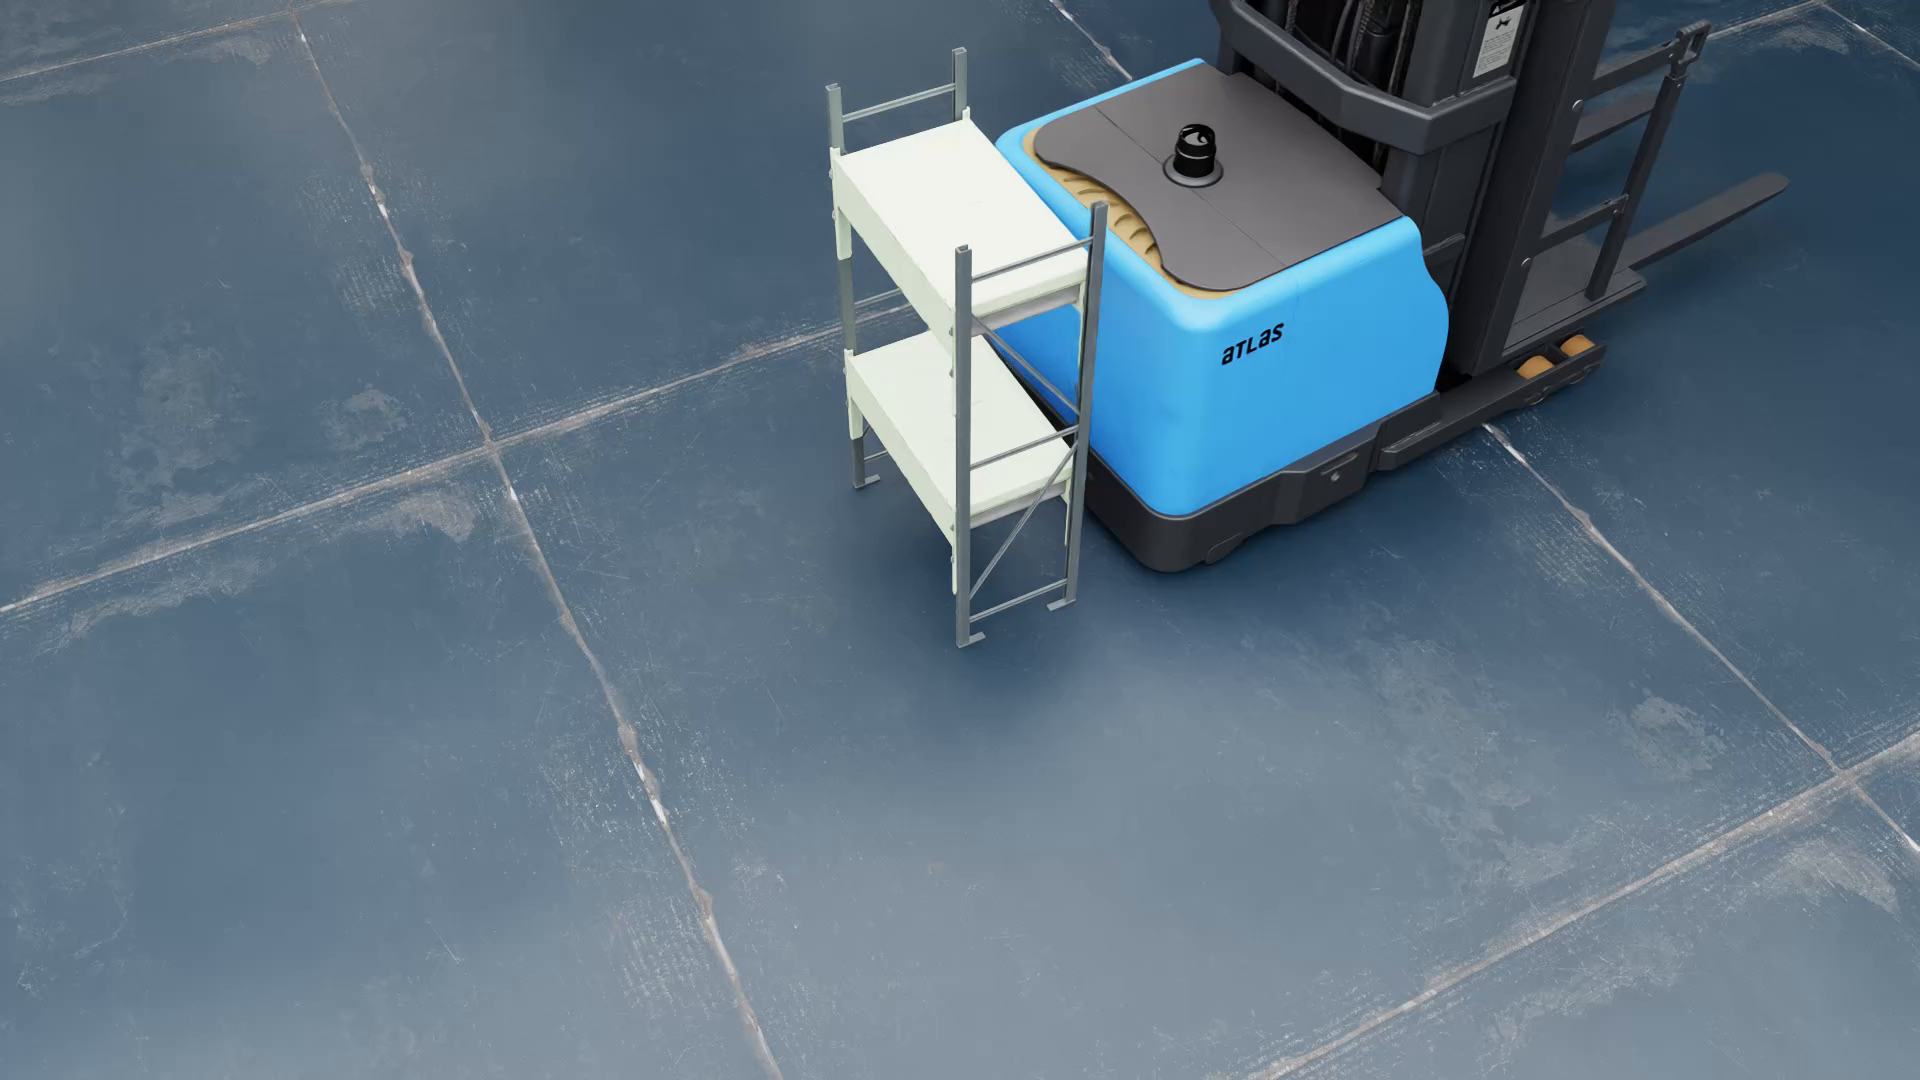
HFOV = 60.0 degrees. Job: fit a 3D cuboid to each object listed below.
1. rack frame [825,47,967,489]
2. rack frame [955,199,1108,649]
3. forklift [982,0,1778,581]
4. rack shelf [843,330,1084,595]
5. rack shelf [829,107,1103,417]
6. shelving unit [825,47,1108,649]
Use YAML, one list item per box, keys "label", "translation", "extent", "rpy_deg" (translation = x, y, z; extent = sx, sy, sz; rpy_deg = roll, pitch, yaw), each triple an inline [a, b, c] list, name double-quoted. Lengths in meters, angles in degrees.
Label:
- label: "rack frame"
  translation: [-0.164, -0.734, 4.896]
  extent: [0.400, 1.500, 0.023]
  rpy_deg: [-21, 52, -18]
- label: "rack frame"
  translation: [0.171, -0.244, 4.467]
  extent: [0.400, 1.500, 0.023]
  rpy_deg: [-21, 52, -18]
- label: "forklift"
  translation: [1.542, -1.708, 4.797]
  extent: [3.031, 2.935, 1.130]
  rpy_deg: [-26, 54, -21]
- label: "rack shelf"
  translation: [0.003, -0.275, 4.927]
  extent: [0.431, 0.370, 0.720]
  rpy_deg: [-21, 52, -18]
- label: "rack shelf"
  translation: [0.003, -0.746, 4.388]
  extent: [0.431, 0.370, 0.720]
  rpy_deg: [-21, 52, -18]
- label: "shelving unit"
  translation: [0.003, -0.489, 4.682]
  extent: [0.431, 1.500, 0.755]
  rpy_deg: [-21, 52, -18]
